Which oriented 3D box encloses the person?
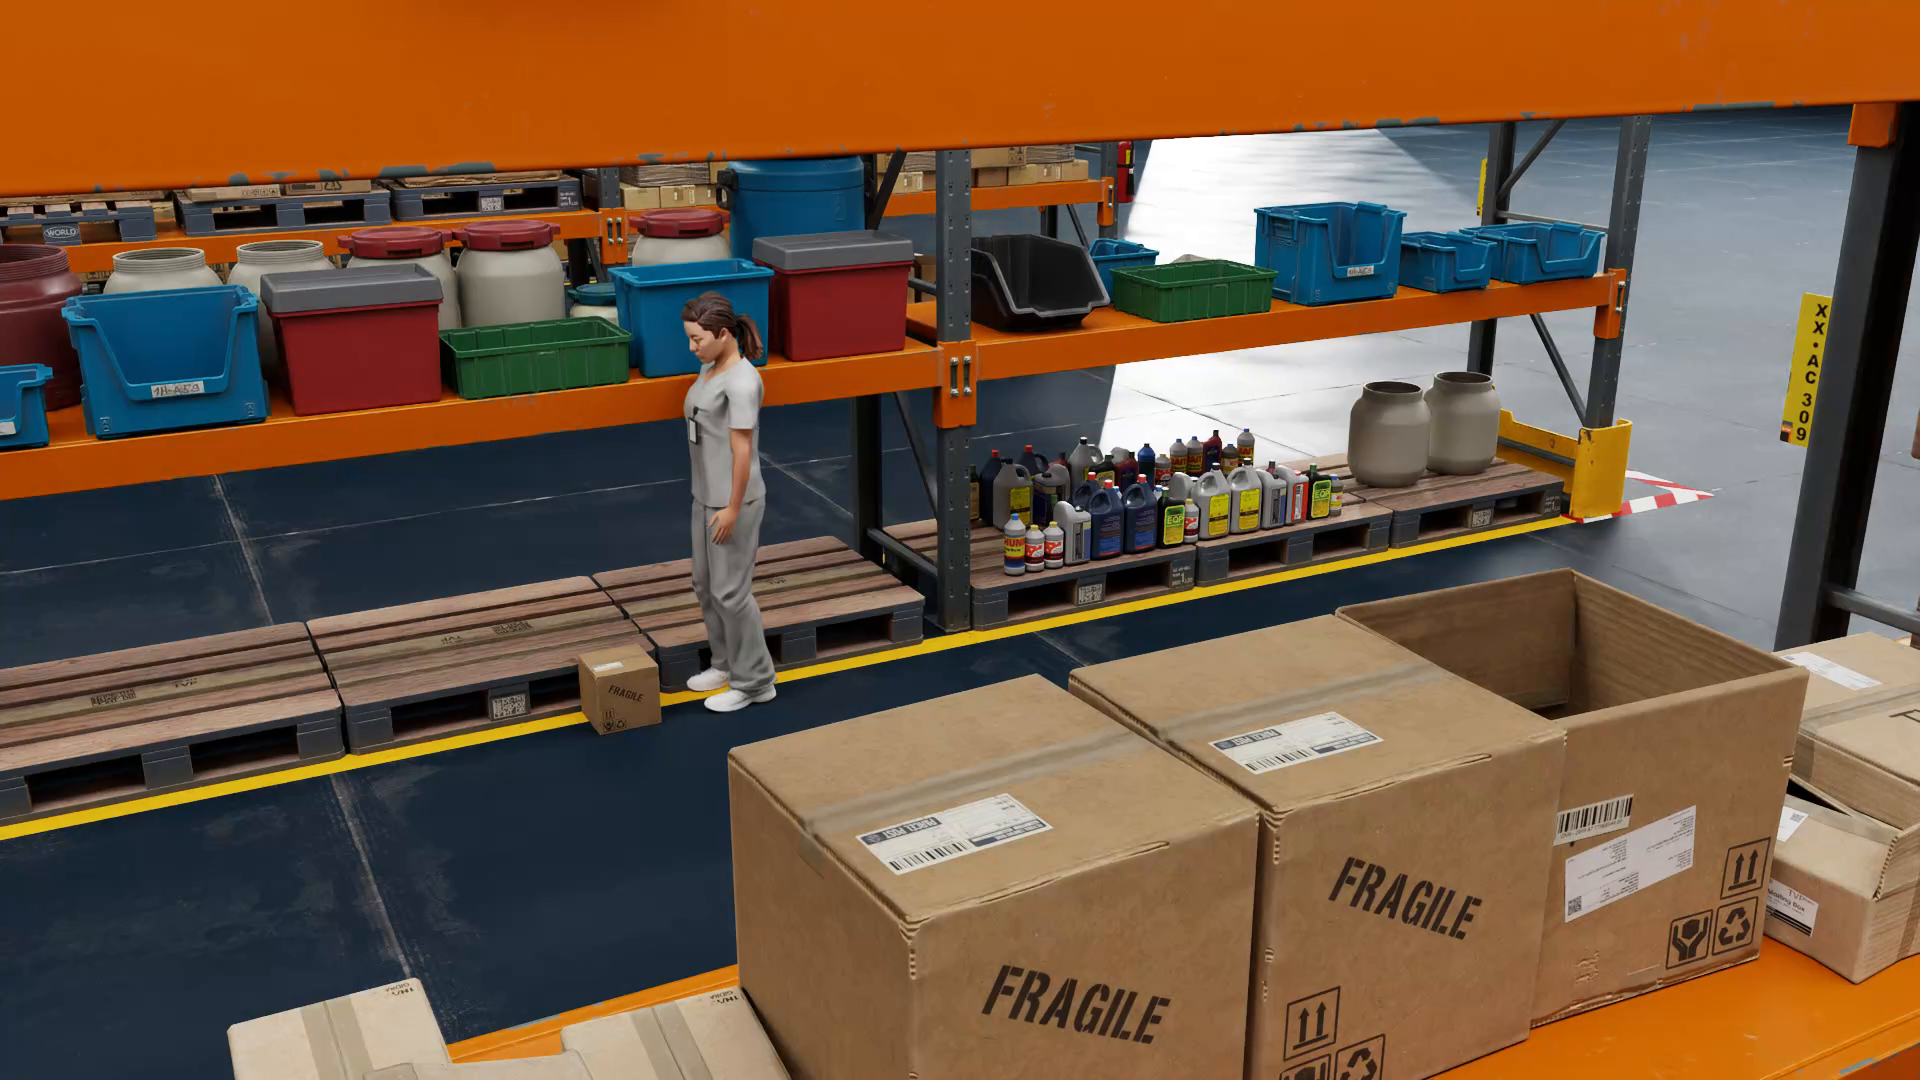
[{"bbox_3d":[-0.904,-0.151,6.529,0.349,1.669,0.444,-9,21,-26],"label":"person"}]
